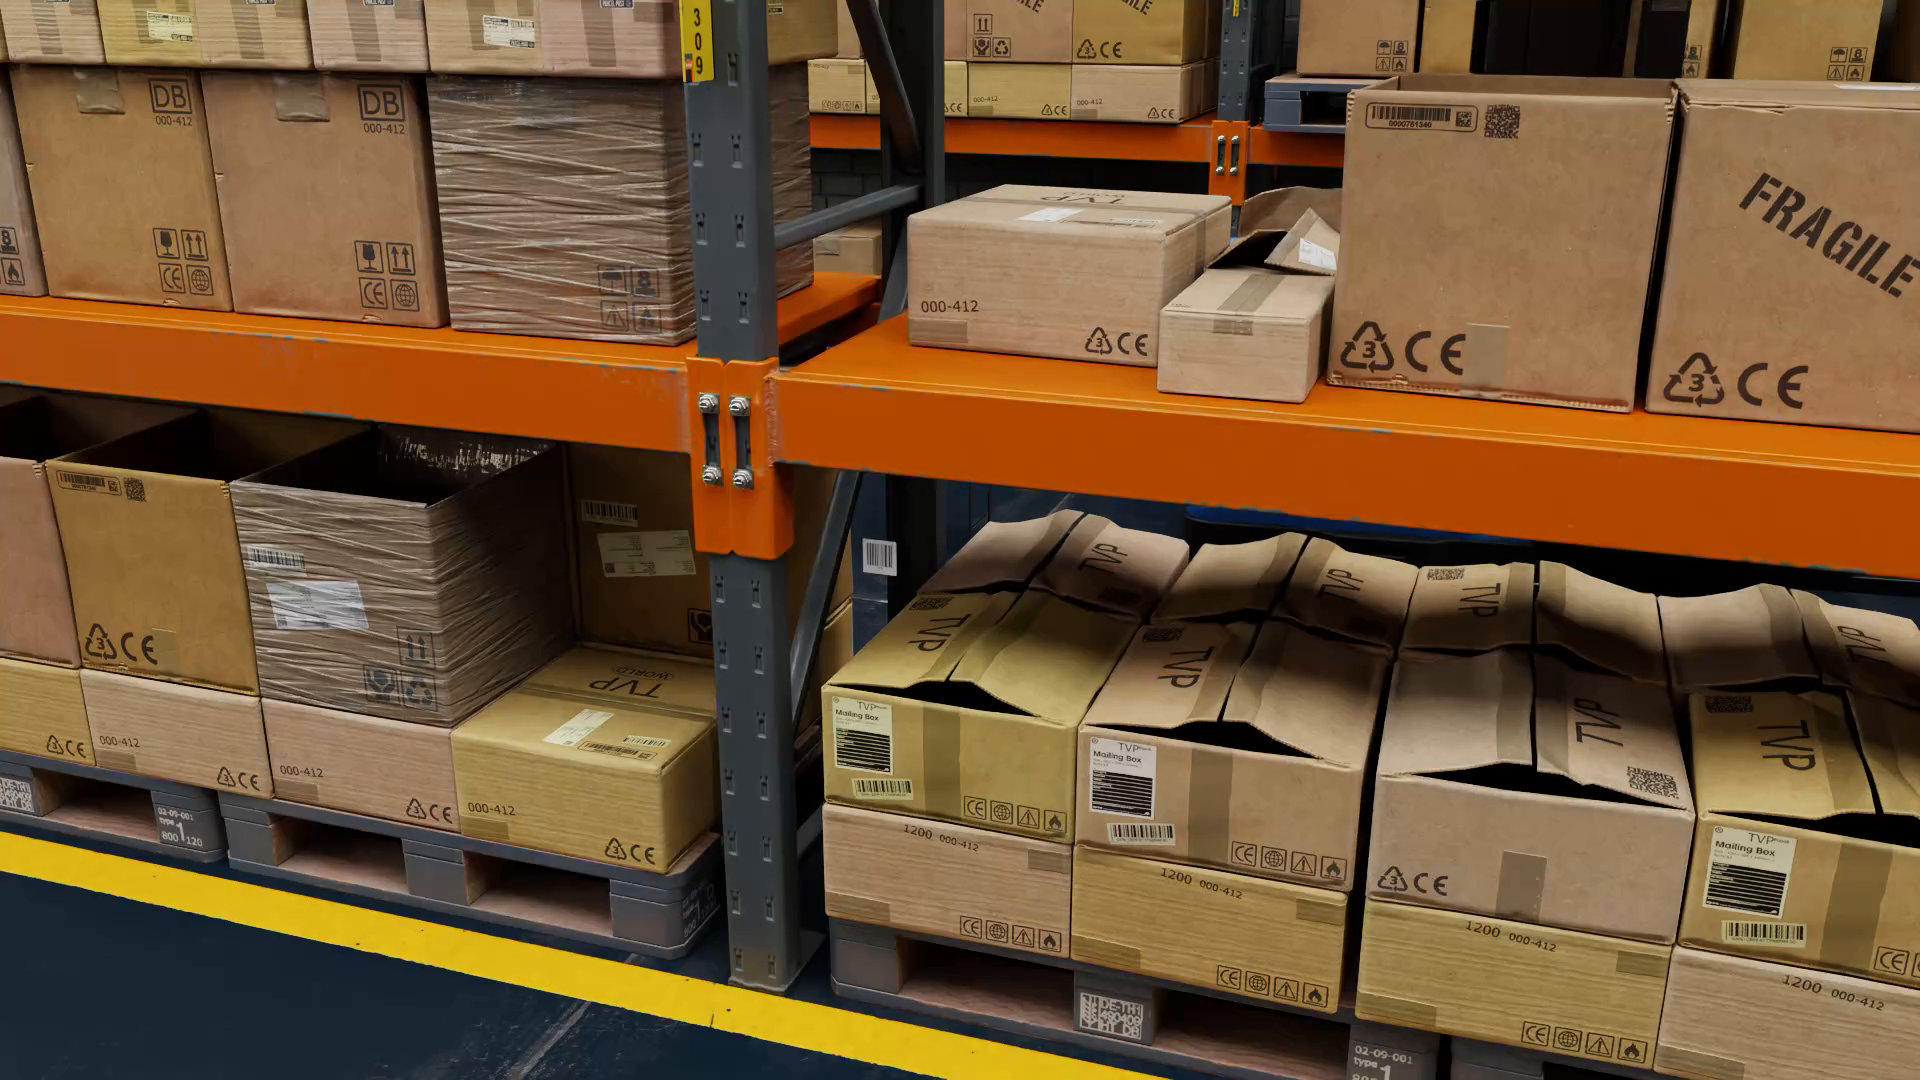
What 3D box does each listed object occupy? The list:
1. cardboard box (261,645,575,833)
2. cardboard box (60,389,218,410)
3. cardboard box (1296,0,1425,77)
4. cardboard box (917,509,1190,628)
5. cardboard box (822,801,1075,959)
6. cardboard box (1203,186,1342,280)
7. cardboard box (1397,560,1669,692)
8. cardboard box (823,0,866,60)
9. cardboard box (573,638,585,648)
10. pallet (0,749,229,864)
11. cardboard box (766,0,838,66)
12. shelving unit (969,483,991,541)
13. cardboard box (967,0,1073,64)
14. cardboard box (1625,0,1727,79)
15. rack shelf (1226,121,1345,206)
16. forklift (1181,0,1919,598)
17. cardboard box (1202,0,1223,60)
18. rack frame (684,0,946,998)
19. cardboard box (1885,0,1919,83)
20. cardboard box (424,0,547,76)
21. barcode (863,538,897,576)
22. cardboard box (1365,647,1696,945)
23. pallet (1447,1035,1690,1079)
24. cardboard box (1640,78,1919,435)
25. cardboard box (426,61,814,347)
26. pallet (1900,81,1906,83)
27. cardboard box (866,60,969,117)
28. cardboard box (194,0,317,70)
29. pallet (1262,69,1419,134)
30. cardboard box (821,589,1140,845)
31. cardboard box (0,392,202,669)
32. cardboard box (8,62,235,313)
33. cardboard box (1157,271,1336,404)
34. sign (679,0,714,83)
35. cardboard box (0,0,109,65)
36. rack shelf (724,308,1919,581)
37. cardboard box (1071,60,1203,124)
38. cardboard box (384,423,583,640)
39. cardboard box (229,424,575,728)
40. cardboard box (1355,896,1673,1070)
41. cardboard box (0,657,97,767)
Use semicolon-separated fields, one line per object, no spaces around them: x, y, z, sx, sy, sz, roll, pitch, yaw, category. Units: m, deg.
-1.233;0.417;3.863;0.500;0.250;0.500;7;20;18;cardboard box
-2.007;-0.207;4.513;0.500;0.500;0.500;7;20;18;cardboard box
1.838;-2.374;7.510;0.500;0.500;0.700;7;20;18;cardboard box
0.223;0.146;3.789;0.500;0.311;0.500;7;20;18;cardboard box
0.046;0.576;3.405;0.500;0.250;0.500;6;20;17;cardboard box
0.637;-0.543;3.281;0.258;0.266;0.396;6;20;17;cardboard box
1.187;0.255;3.476;0.500;0.311;0.500;6;20;18;cardboard box
-0.617;-2.598;8.031;0.500;0.500;0.500;7;20;20;cardboard box
-1.063;0.256;4.324;0.500;0.250;0.500;7;20;18;cardboard box
-2.148;0.442;4.487;1.213;0.211;1.003;7;20;18;pallet
-0.444;-1.087;3.500;0.250;0.149;0.380;6;20;18;cardboard box
-0.014;-0.568;5.883;0.189;1.200;0.258;7;20;18;shelving unit
0.347;-2.485;7.705;0.500;0.500;0.500;6;20;18;cardboard box
2.995;-2.250;7.154;0.500;0.500;0.700;10;21;26;cardboard box
3.257;-1.629;7.286;4.000;0.370;1.077;7;20;18;rack shelf
2.294;-1.206;5.083;3.031;2.935;1.130;4;20;13;forklift
0.993;-2.593;8.017;0.500;0.500;0.500;6;20;17;cardboard box
-0.254;-0.644;3.367;0.127;3.000;1.000;7;20;18;rack frame
4.162;-2.107;6.744;0.500;0.500;0.700;5;20;13;cardboard box
-0.814;-0.988;3.216;0.250;0.149;0.380;6;20;17;cardboard box
-0.150;0.032;3.098;0.075;0.075;0.001;7;20;18;barcode
1.015;0.424;2.989;0.500;0.311;0.500;6;20;16;cardboard box
1.611;0.871;3.256;1.213;0.211;1.003;7;20;18;pallet
1.437;-0.492;2.780;0.500;0.500;0.500;7;20;18;cardboard box
-0.675;-0.737;3.483;0.500;0.500;0.700;6;20;17;cardboard box
4.438;-1.706;6.705;1.003;0.211;1.213;7;20;18;pallet
-0.127;-2.186;7.989;0.500;0.250;0.500;6;20;18;cardboard box
-1.311;-1.043;3.375;0.250;0.149;0.380;6;20;18;cardboard box
2.042;-1.967;7.452;1.213;0.211;1.003;7;20;18;pallet
0.055;0.313;3.308;0.500;0.311;0.500;7;20;18;cardboard box
-2.183;-0.040;4.035;0.500;0.500;0.500;7;20;18;cardboard box
-1.648;-0.848;3.799;0.500;0.500;0.700;7;20;19;cardboard box
0.516;-0.366;2.952;0.250;0.149;0.380;7;20;18;cardboard box
-0.435;-0.918;2.716;0.005;0.325;0.100;7;20;18;sign
-1.780;-1.098;3.532;0.250;0.149;0.380;7;20;20;cardboard box
1.635;-0.089;2.866;4.000;0.370;1.077;7;20;18;rack shelf
0.821;-2.080;7.685;0.500;0.250;0.500;7;20;18;cardboard box
-1.064;-0.097;4.198;0.500;0.500;0.500;7;20;18;cardboard box
-1.232;0.062;3.741;0.500;0.500;0.500;7;20;18;cardboard box
1.018;0.687;3.087;0.500;0.250;0.500;6;20;16;cardboard box
-2.183;0.313;4.159;0.500;0.250;0.500;7;20;18;cardboard box
